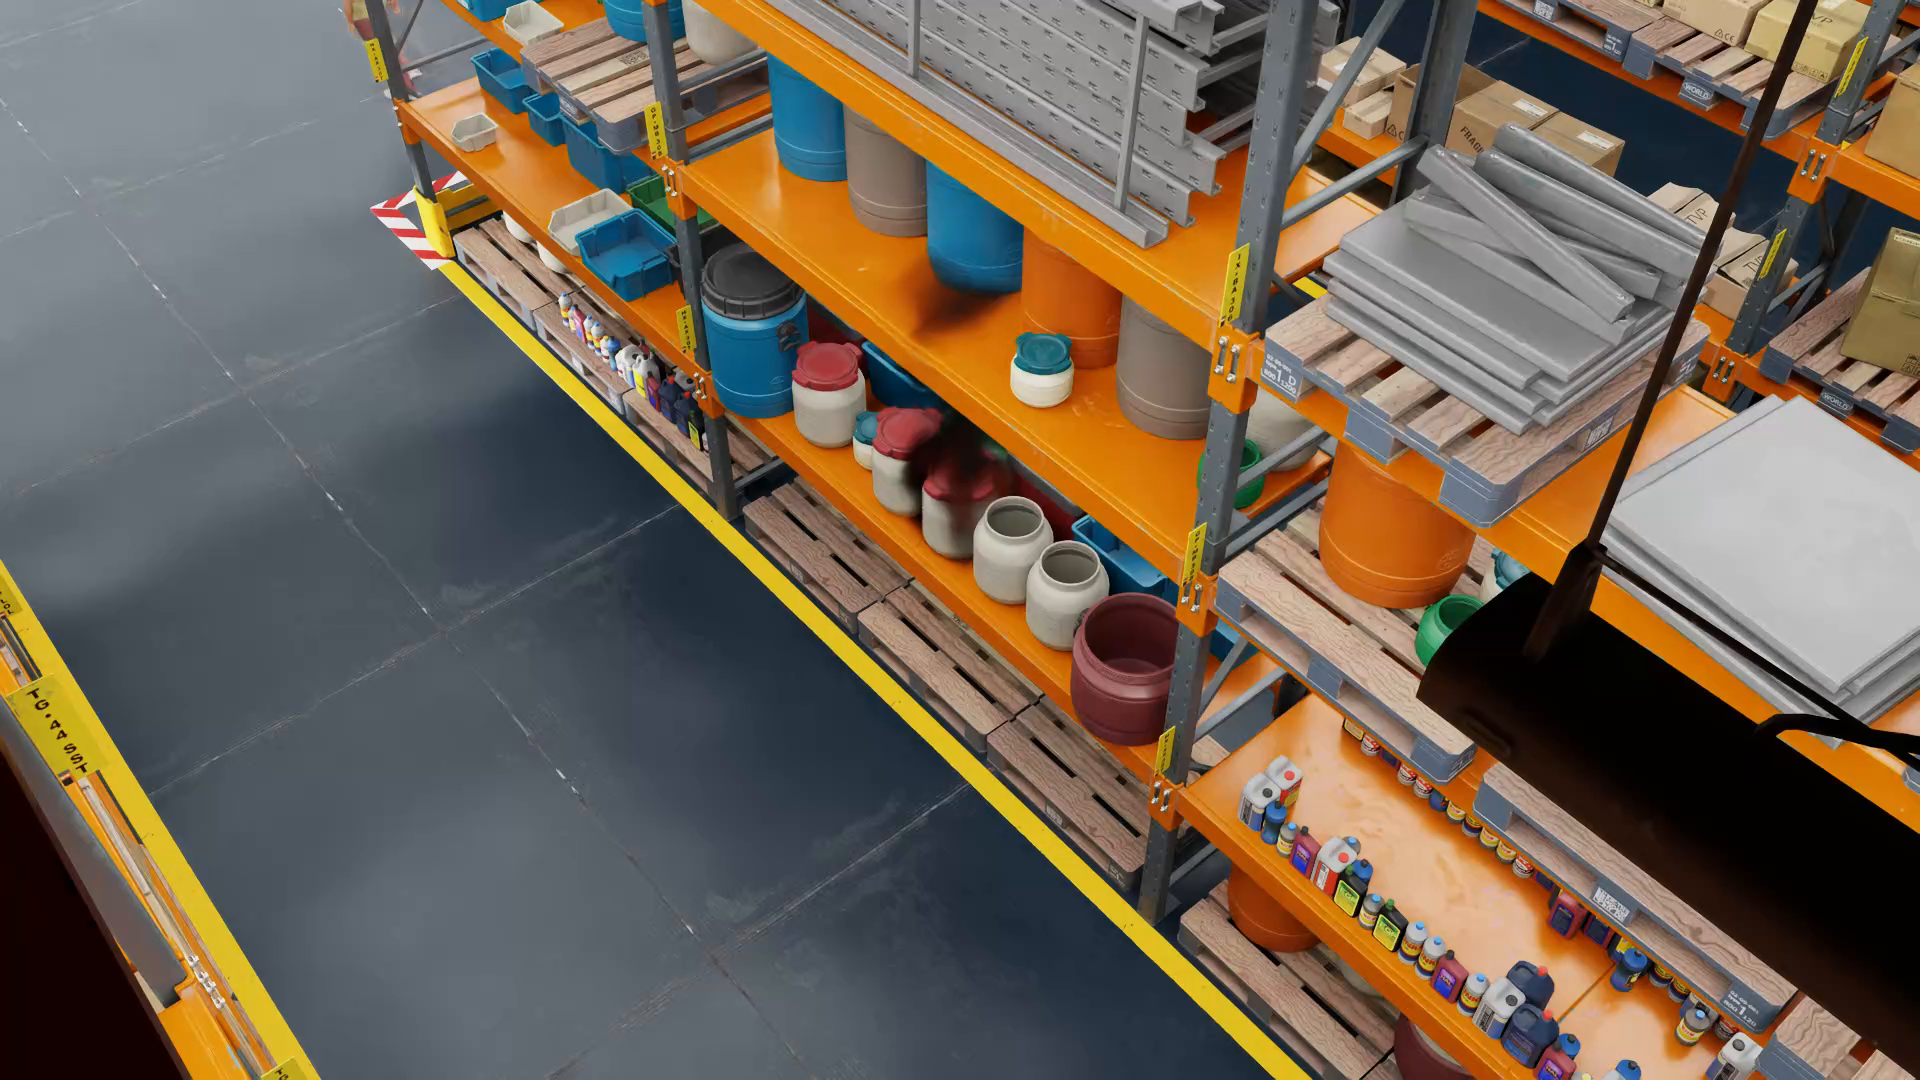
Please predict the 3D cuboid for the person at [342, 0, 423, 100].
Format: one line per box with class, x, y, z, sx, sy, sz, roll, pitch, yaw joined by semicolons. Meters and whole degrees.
person;-4.994;-4.474;14.070;0.468;1.648;0.569;12;48;11
